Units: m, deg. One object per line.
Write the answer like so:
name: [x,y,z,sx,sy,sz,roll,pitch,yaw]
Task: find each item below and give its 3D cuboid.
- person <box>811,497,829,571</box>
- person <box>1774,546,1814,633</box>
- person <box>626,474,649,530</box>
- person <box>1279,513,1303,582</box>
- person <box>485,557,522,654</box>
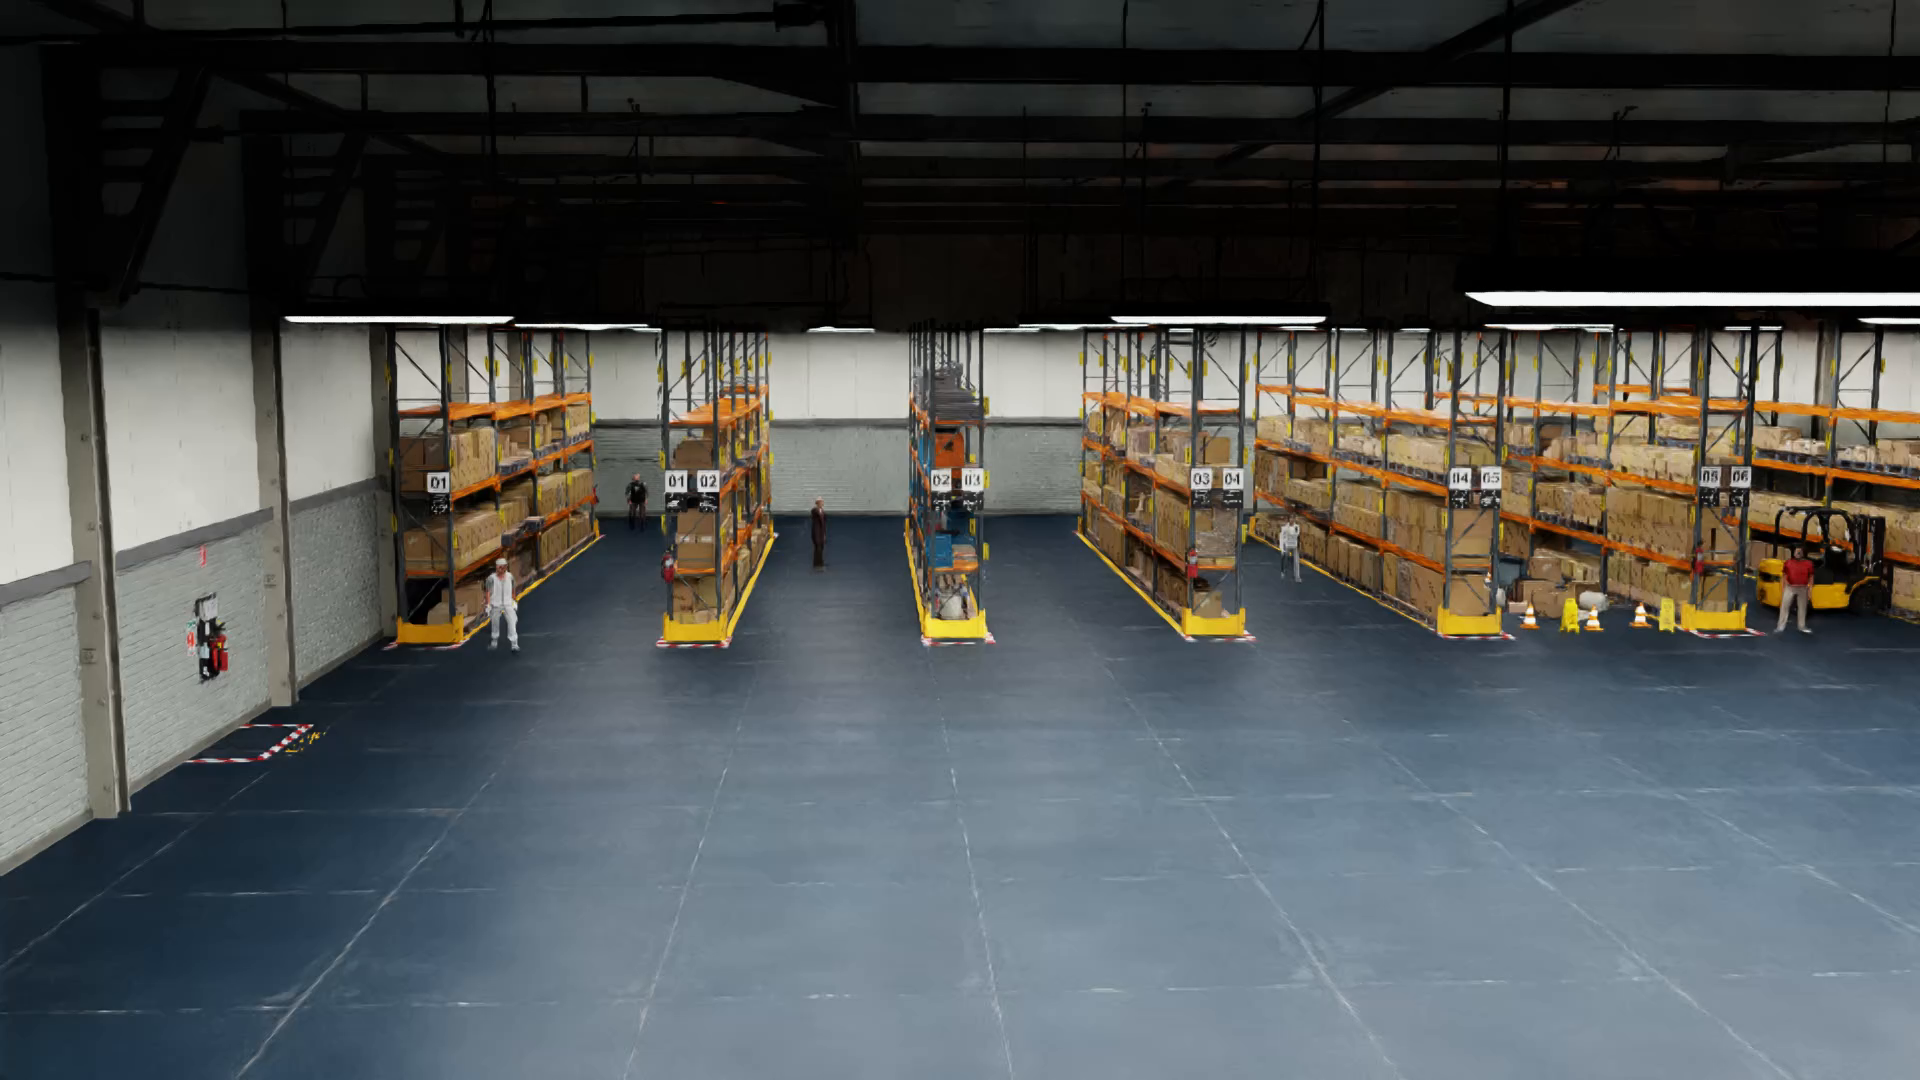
person: [-3.375,-0.170,40.413,0.525,1.785,0.646,-4,8,-27]
person: [15.958,0.948,31.788,0.651,1.678,0.889,3,8,25]
person: [-9.459,-1.124,48.796,0.677,1.671,0.534,-1,7,-5]
person: [7.671,0.144,38.668,0.495,1.589,1.086,0,7,-1]
person: [-8.244,1.171,29.963,0.596,1.746,0.965,-3,8,-26]
